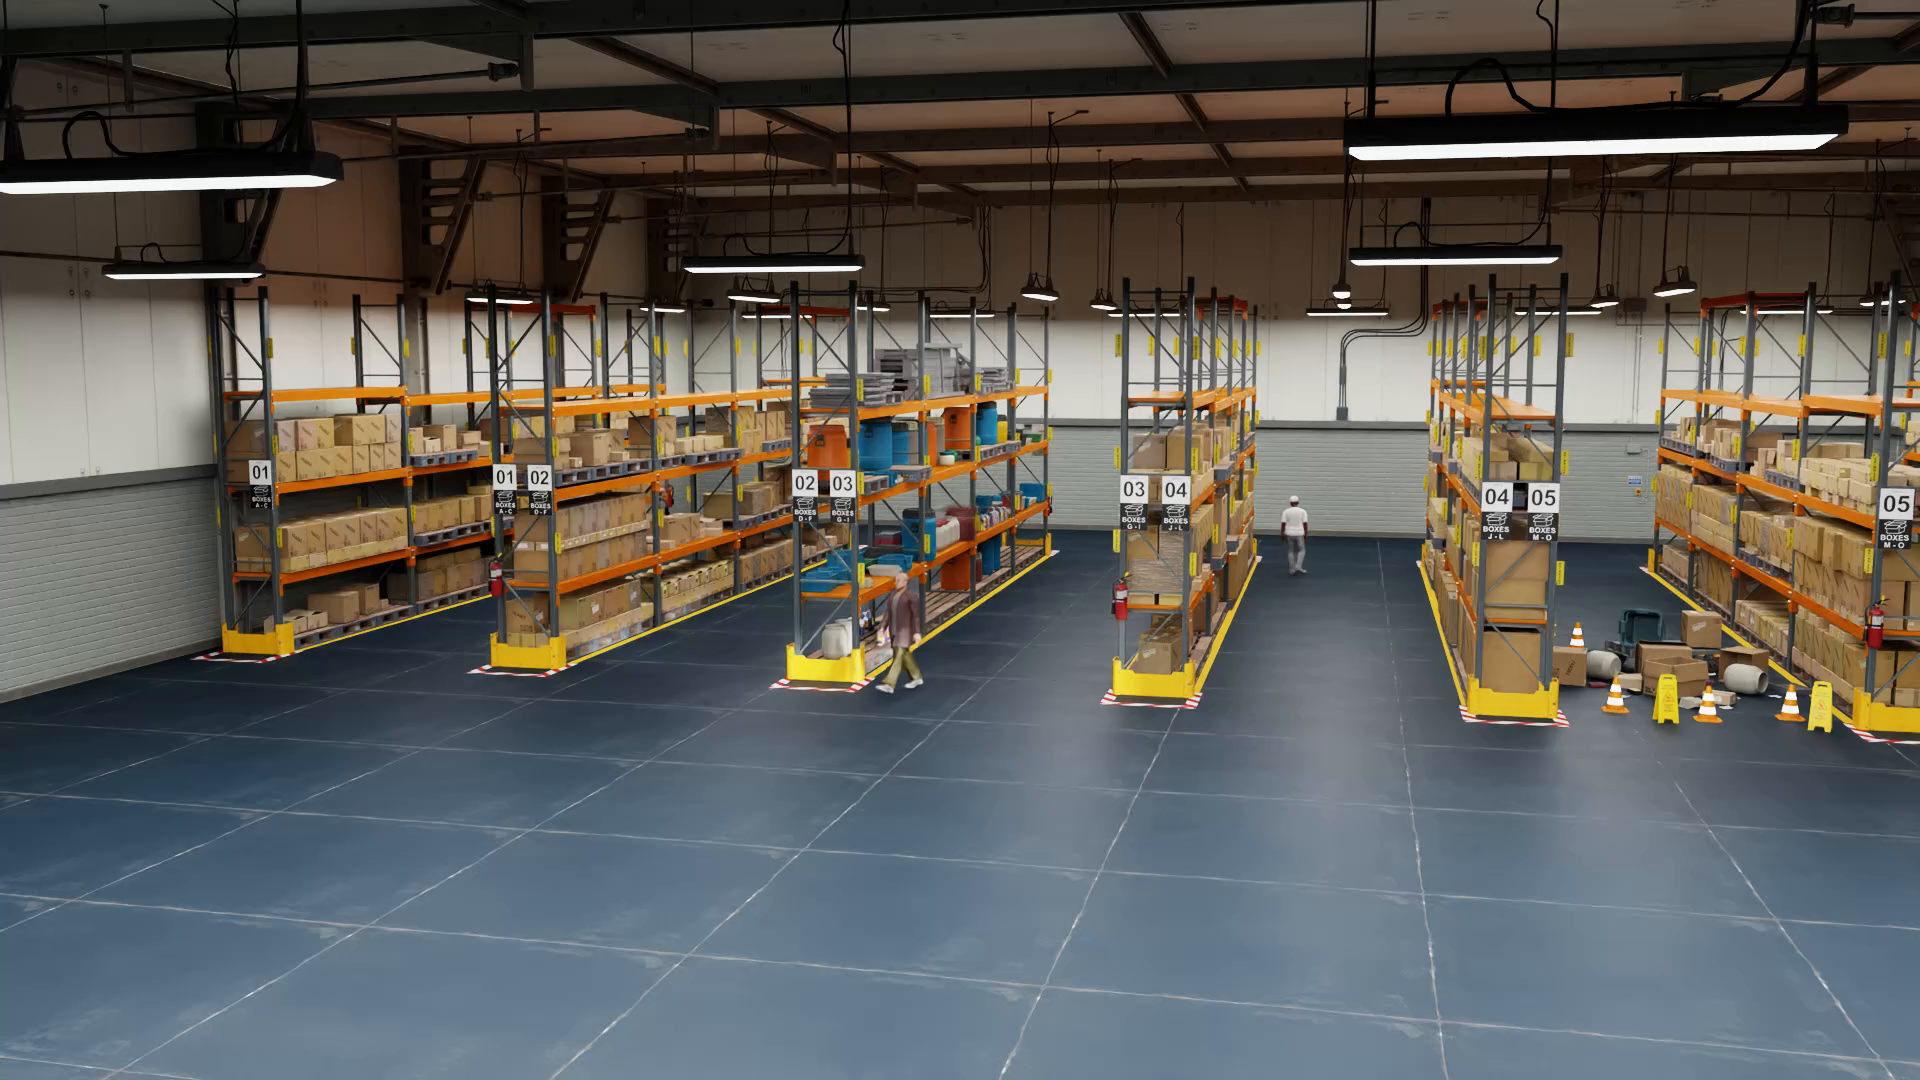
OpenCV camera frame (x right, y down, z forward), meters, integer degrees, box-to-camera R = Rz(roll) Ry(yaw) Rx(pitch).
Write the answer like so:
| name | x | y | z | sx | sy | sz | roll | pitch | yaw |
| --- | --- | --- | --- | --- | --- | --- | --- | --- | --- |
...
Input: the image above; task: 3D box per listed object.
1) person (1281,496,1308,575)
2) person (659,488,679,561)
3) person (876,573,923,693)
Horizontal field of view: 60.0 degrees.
| name | x | y | z | sx | sy | sz | roll | pitch | yaw |
| --- | --- | --- | --- | --- | --- | --- | --- | --- | --- |
| person | 7.424 | -0.105 | 36.927 | 0.597 | 1.765 | 0.531 | 1 | 7 | 11 |
| person | -7.038 | -0.368 | 39.379 | 0.647 | 1.736 | 0.573 | -4 | 8 | -32 |
| person | -0.931 | 1.347 | 24.221 | 1.101 | 1.730 | 0.614 | -5 | 8 | -39 |
